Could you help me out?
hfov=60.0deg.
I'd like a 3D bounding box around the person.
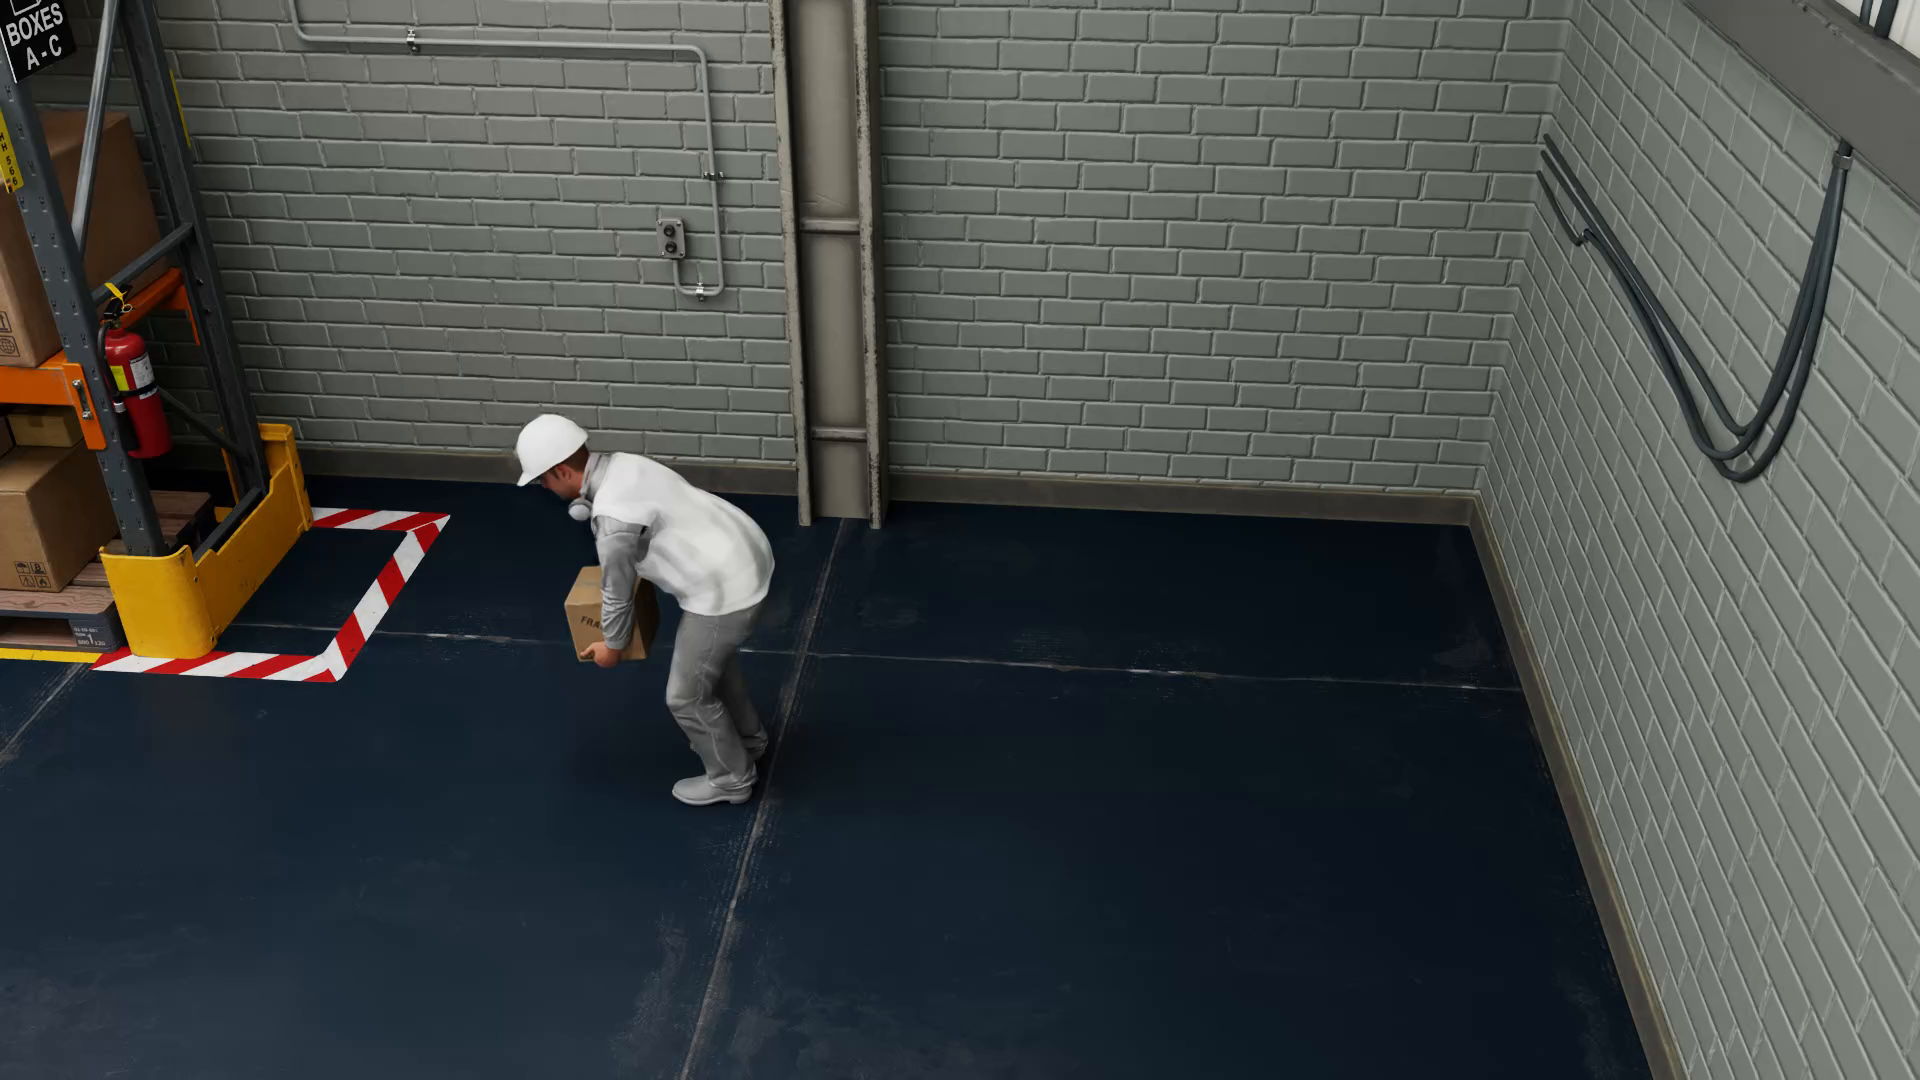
[{"bbox_3d":[-1.084,0.246,5.953,0.842,1.525,0.472,2,32,3],"label":"person"}]
